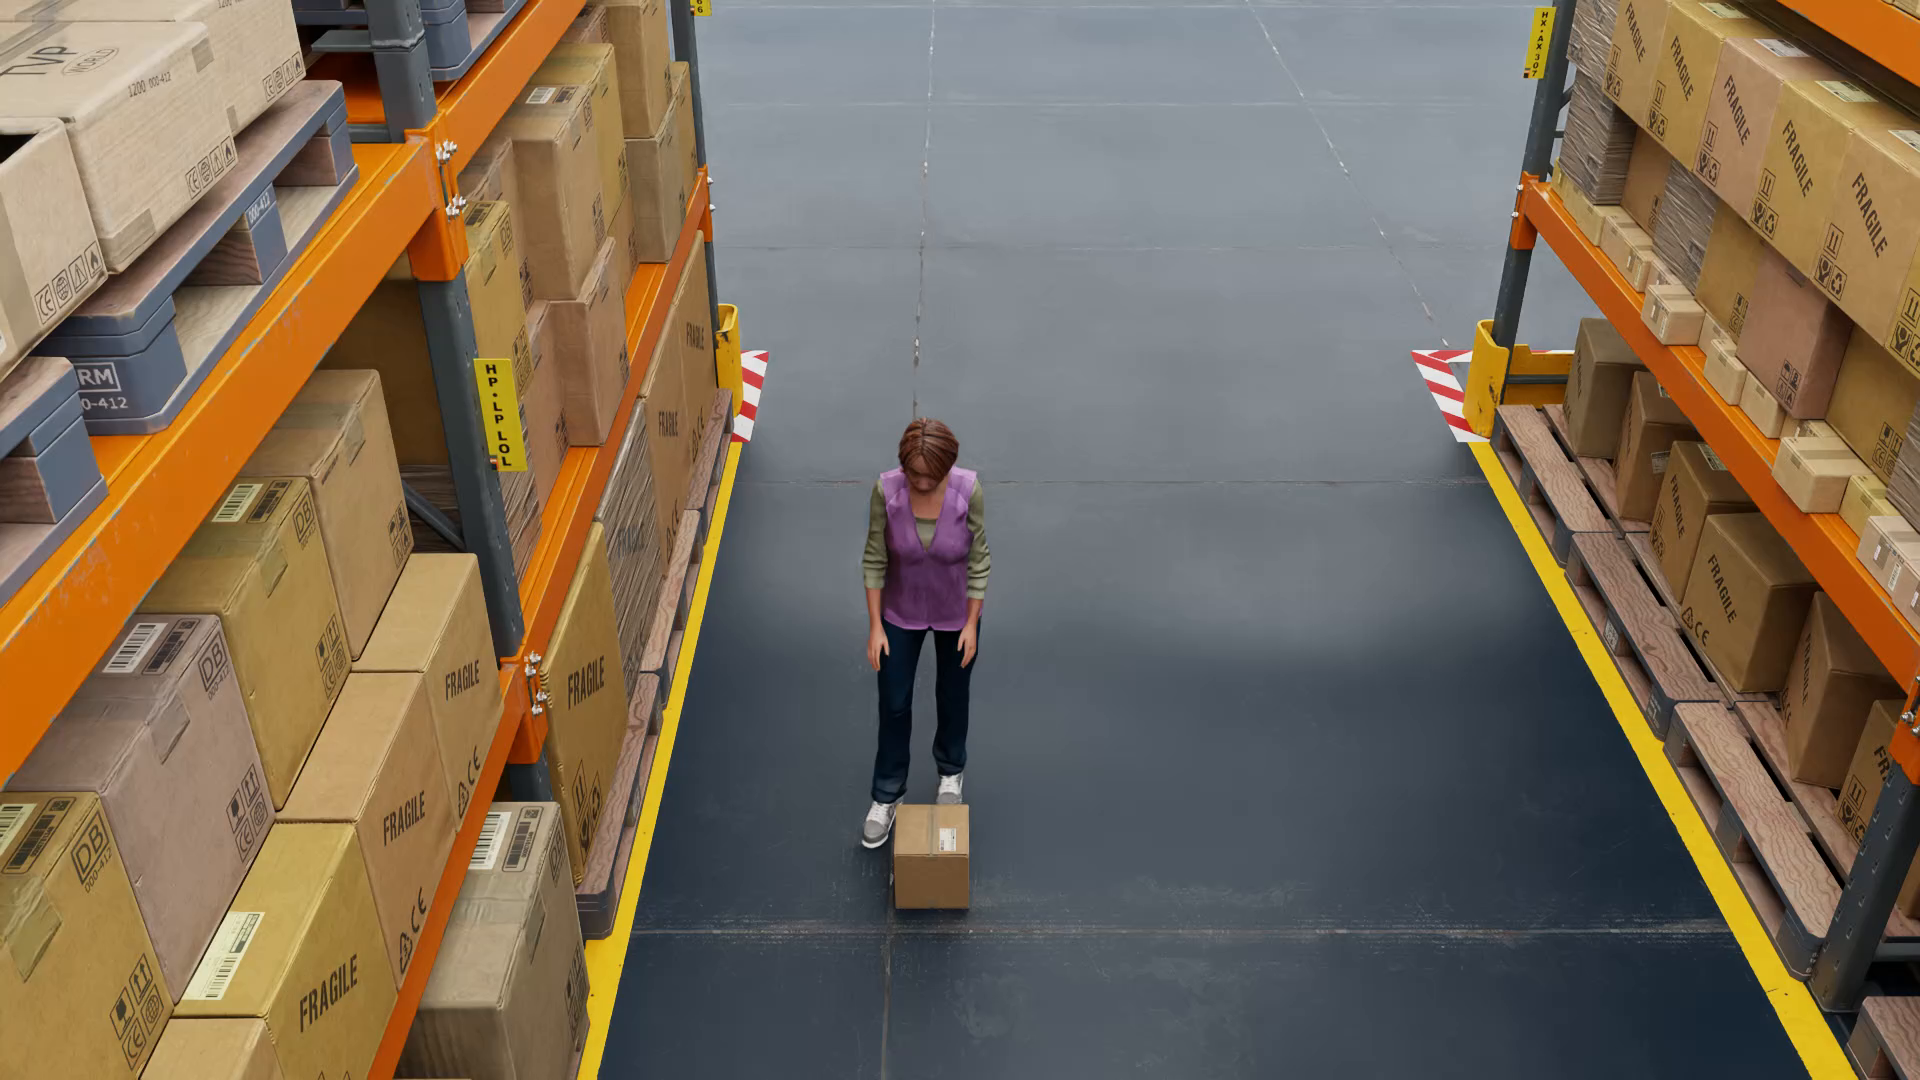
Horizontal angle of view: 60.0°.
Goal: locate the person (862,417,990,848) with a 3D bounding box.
[{"bbox_3d":[-0.126,0.301,5.645,0.452,1.606,0.439,0,32,0],"label":"person"}]
